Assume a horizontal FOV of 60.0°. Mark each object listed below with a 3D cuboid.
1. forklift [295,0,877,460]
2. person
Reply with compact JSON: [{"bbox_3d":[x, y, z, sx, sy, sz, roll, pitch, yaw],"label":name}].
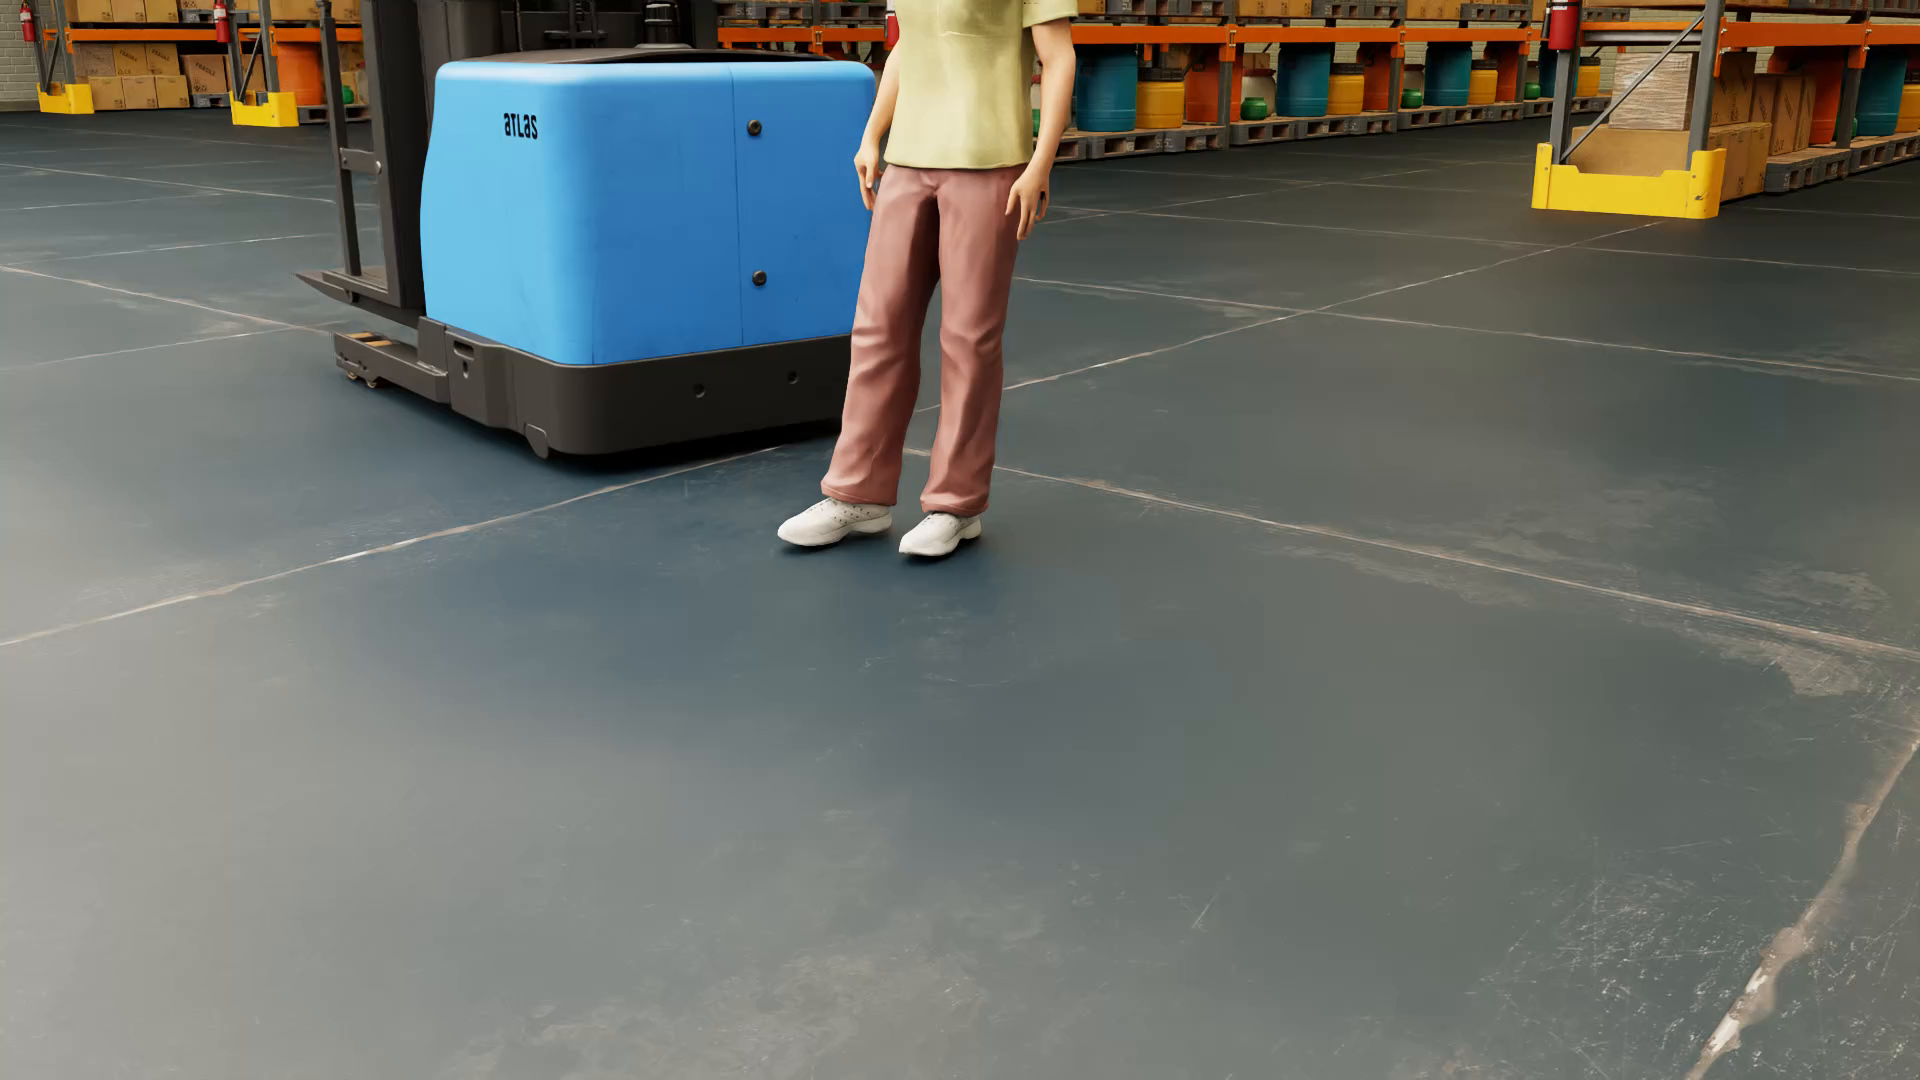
[{"bbox_3d":[-1.518,-1.989,5.449,1.130,2.935,3.031,-13,21,-36],"label":"forklift"},{"bbox_3d":[-0.055,-0.794,3.649,0.555,1.675,0.549,13,21,37],"label":"person"}]
